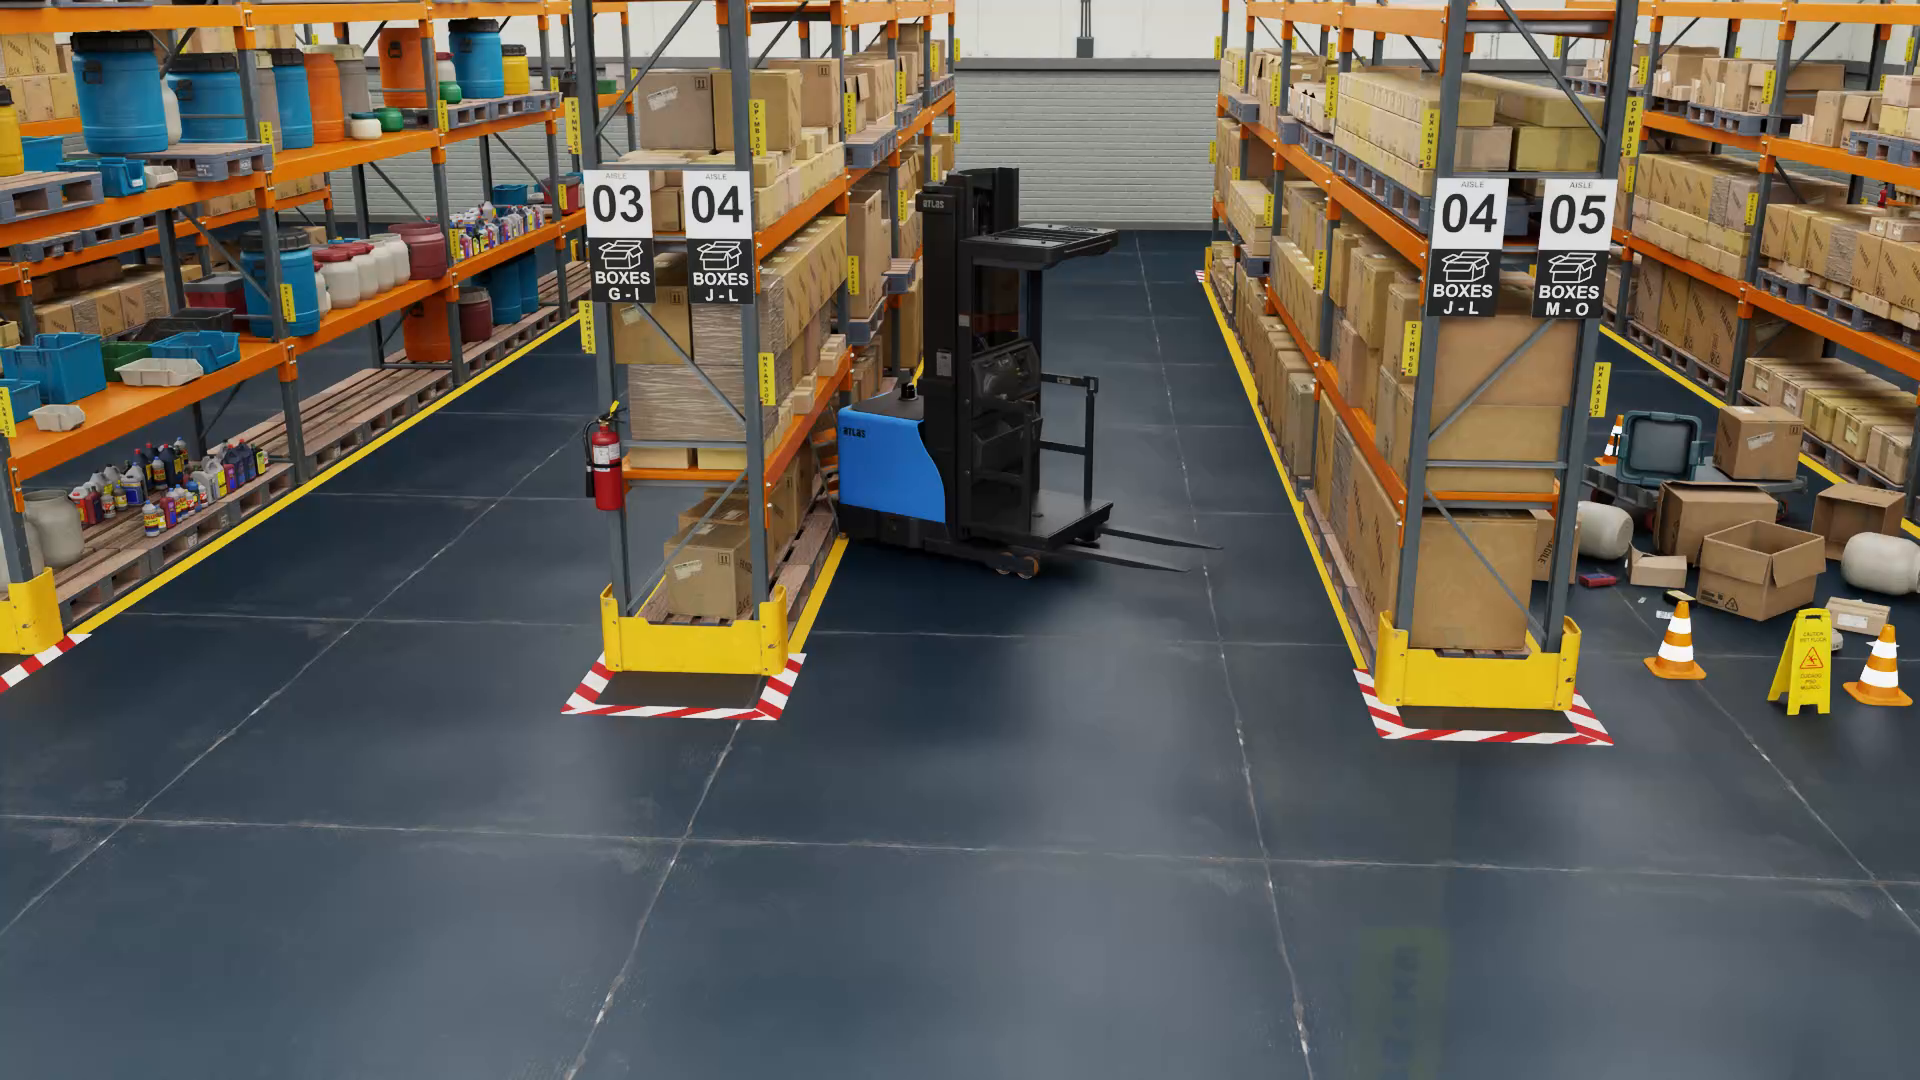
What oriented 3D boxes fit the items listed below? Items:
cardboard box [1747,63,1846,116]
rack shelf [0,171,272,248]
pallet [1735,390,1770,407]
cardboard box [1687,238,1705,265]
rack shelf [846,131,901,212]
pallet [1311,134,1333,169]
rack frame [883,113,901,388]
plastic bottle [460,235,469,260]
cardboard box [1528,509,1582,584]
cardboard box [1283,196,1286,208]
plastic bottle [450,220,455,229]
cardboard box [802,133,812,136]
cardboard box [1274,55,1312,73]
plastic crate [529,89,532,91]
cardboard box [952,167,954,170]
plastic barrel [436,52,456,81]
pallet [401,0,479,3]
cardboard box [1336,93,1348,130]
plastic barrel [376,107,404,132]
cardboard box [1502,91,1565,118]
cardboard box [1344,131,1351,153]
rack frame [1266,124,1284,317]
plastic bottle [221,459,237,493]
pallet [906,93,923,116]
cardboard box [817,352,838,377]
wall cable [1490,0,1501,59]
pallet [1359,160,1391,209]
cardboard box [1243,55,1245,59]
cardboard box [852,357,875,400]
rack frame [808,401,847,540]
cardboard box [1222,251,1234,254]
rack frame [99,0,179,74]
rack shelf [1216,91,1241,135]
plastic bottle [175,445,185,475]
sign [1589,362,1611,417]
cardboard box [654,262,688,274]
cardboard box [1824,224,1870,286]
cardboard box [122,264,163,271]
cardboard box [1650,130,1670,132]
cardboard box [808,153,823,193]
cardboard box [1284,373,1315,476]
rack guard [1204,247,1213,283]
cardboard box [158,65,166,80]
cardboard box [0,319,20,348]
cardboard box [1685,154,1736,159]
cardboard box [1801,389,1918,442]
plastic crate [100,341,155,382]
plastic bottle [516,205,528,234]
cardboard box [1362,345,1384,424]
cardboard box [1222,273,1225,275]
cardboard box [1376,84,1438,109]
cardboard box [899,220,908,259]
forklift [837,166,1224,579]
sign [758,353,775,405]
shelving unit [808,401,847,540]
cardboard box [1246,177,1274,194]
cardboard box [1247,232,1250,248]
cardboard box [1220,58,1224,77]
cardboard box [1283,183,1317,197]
[{"bbox_3d":[8.601,-4.649,17.136,0.797,0.503,0.637,0,18,1],"label":"cardboard box"},{"bbox_3d":[-6.530,-2.406,12.287,1.077,0.370,4.000,1,18,4],"label":"rack shelf"},{"bbox_3d":[8.667,-1.287,17.011,1.003,0.211,1.213,1,18,4],"label":"pallet"},{"bbox_3d":[8.575,-3.261,18.799,0.500,0.250,0.500,1,18,3],"label":"cardboard box"},{"bbox_3d":[-1.303,-3.538,15.741,1.077,0.370,4.000,1,18,4],"label":"rack shelf"},{"bbox_3d":[3.510,-3.312,14.202,0.805,0.209,1.217,1,18,2],"label":"pallet"},{"bbox_3d":[-1.160,-3.076,17.992,1.000,3.000,0.127,1,18,4],"label":"rack frame"},{"bbox_3d":[-5.678,-3.359,19.044,0.061,0.283,0.133,1,18,4],"label":"plastic bottle"},{"bbox_3d":[4.406,0.001,12.615,0.500,0.500,0.500,4,19,13],"label":"cardboard box"},{"bbox_3d":[4.218,-4.188,20.637,0.380,0.149,0.250,1,18,4],"label":"cardboard box"},{"bbox_3d":[-6.215,-3.773,20.328,0.097,0.271,0.097,0,18,0],"label":"plastic bottle"},{"bbox_3d":[-1.310,-2.944,12.373,0.380,0.149,0.250,2,18,6],"label":"cardboard box"},{"bbox_3d":[3.572,-5.061,17.845,0.396,0.266,0.258,1,18,4],"label":"cardboard box"},{"bbox_3d":[-6.102,-6.132,22.926,0.293,0.136,0.466,1,18,4],"label":"plastic crate"},{"bbox_3d":[-0.356,-5.474,25.074,0.500,0.250,0.500,1,18,3],"label":"cardboard box"},{"bbox_3d":[-6.123,-5.430,19.467,0.433,0.535,0.433,0,18,0],"label":"plastic barrel"},{"bbox_3d":[-6.018,-5.981,18.169,1.213,0.211,1.003,1,18,4],"label":"pallet"},{"bbox_3d":[3.179,-3.288,12.752,0.500,0.250,0.500,1,18,4],"label":"cardboard box"},{"bbox_3d":[-6.067,-4.460,17.649,0.294,0.245,0.294,0,18,0],"label":"plastic barrel"},{"bbox_3d":[3.604,-2.713,10.357,0.380,0.149,0.250,1,18,4],"label":"cardboard box"},{"bbox_3d":[3.092,-2.981,12.454,0.380,0.149,0.250,1,18,4],"label":"cardboard box"},{"bbox_3d":[3.780,-2.934,17.558,1.000,3.000,0.127,1,18,4],"label":"rack frame"},{"bbox_3d":[-6.129,-0.545,13.923,0.061,0.283,0.133,3,18,8],"label":"plastic bottle"},{"bbox_3d":[-0.890,-5.367,20.474,0.805,0.209,1.217,1,18,2],"label":"pallet"},{"bbox_3d":[-1.181,-1.407,13.302,0.380,0.149,0.250,1,18,4],"label":"cardboard box"},{"bbox_3d":[9.425,-9.963,29.376,0.463,3.000,0.029,1,18,4],"label":"wall cable"},{"bbox_3d":[3.334,-2.443,11.386,1.003,0.211,1.213,1,18,4],"label":"pallet"},{"bbox_3d":[3.826,-6.143,21.333,0.380,0.149,0.250,2,18,5],"label":"cardboard box"},{"bbox_3d":[-1.249,-1.539,16.612,0.700,0.500,0.500,3,18,9],"label":"cardboard box"},{"bbox_3d":[-1.015,-0.597,13.298,0.240,1.200,0.015,-17,13,-3],"label":"rack frame"},{"bbox_3d":[3.967,-4.062,23.951,0.380,0.149,0.250,2,18,6],"label":"cardboard box"},{"bbox_3d":[-10.754,-7.391,21.528,1.000,3.000,0.127,1,18,4],"label":"rack frame"},{"bbox_3d":[4.210,-5.881,22.890,1.077,0.370,4.000,1,18,4],"label":"rack shelf"},{"bbox_3d":[-6.737,-0.670,14.305,0.061,0.283,0.133,1,18,4],"label":"plastic bottle"},{"bbox_3d":[3.760,-0.884,9.785,0.100,0.325,0.005,1,18,4],"label":"sign"},{"bbox_3d":[-1.910,-1.587,11.204,0.500,0.500,0.500,1,18,4],"label":"cardboard box"},{"bbox_3d":[8.356,-2.626,15.307,0.500,0.500,0.500,1,18,2],"label":"cardboard box"},{"bbox_3d":[-11.031,-3.417,22.341,0.500,0.500,0.500,0,18,1],"label":"cardboard box"},{"bbox_3d":[9.334,-5.418,22.332,0.380,0.149,0.250,1,18,4],"label":"cardboard box"},{"bbox_3d":[-1.298,-2.720,12.329,0.500,0.250,0.500,1,18,4],"label":"cardboard box"},{"bbox_3d":[3.448,-1.016,14.646,1.050,0.750,0.750,1,18,4],"label":"cardboard box"},{"bbox_3d":[4.348,-4.207,25.458,1.175,0.500,0.348,1,18,4],"label":"rack guard"},{"bbox_3d":[-10.471,-6.277,22.384,0.500,0.250,0.500,1,18,4],"label":"cardboard box"},{"bbox_3d":[-10.832,-2.289,18.433,0.500,0.311,0.500,2,18,5],"label":"cardboard box"},{"bbox_3d":[9.230,-4.475,20.496,0.500,0.500,0.500,2,18,6],"label":"cardboard box"},{"bbox_3d":[8.569,-1.165,15.708,0.950,0.372,0.625,2,18,6],"label":"cardboard box"},{"bbox_3d":[-6.766,-1.428,13.304,0.450,0.188,0.662,1,18,4],"label":"plastic crate"},{"bbox_3d":[-5.566,-4.055,21.060,0.144,0.351,0.185,1,18,4],"label":"plastic bottle"},{"bbox_3d":[3.368,-1.144,11.857,0.875,0.550,0.500,1,18,4],"label":"cardboard box"},{"bbox_3d":[3.998,-3.789,24.072,0.380,0.149,0.250,1,18,4],"label":"cardboard box"},{"bbox_3d":[3.002,-2.967,11.131,0.380,0.149,0.250,1,18,4],"label":"cardboard box"},{"bbox_3d":[-0.854,-3.268,18.419,0.500,0.500,0.500,2,18,6],"label":"cardboard box"},{"bbox_3d":[0.533,-1.290,12.653,3.031,2.935,1.130,11,21,30],"label":"forklift"},{"bbox_3d":[-1.192,-0.990,10.238,0.100,0.325,0.005,1,18,4],"label":"sign"},{"bbox_3d":[-1.042,-0.647,13.536,0.258,1.200,0.503,-17,13,-3],"label":"shelving unit"},{"bbox_3d":[3.820,-4.521,21.766,0.500,0.500,0.500,1,18,4],"label":"cardboard box"},{"bbox_3d":[3.395,-3.334,18.510,0.380,0.149,0.250,2,18,5],"label":"cardboard box"},{"bbox_3d":[4.062,-6.876,24.212,0.500,0.250,0.500,2,18,5],"label":"cardboard box"},{"bbox_3d":[4.214,-4.326,20.582,0.380,0.149,0.250,1,18,2],"label":"cardboard box"}]
